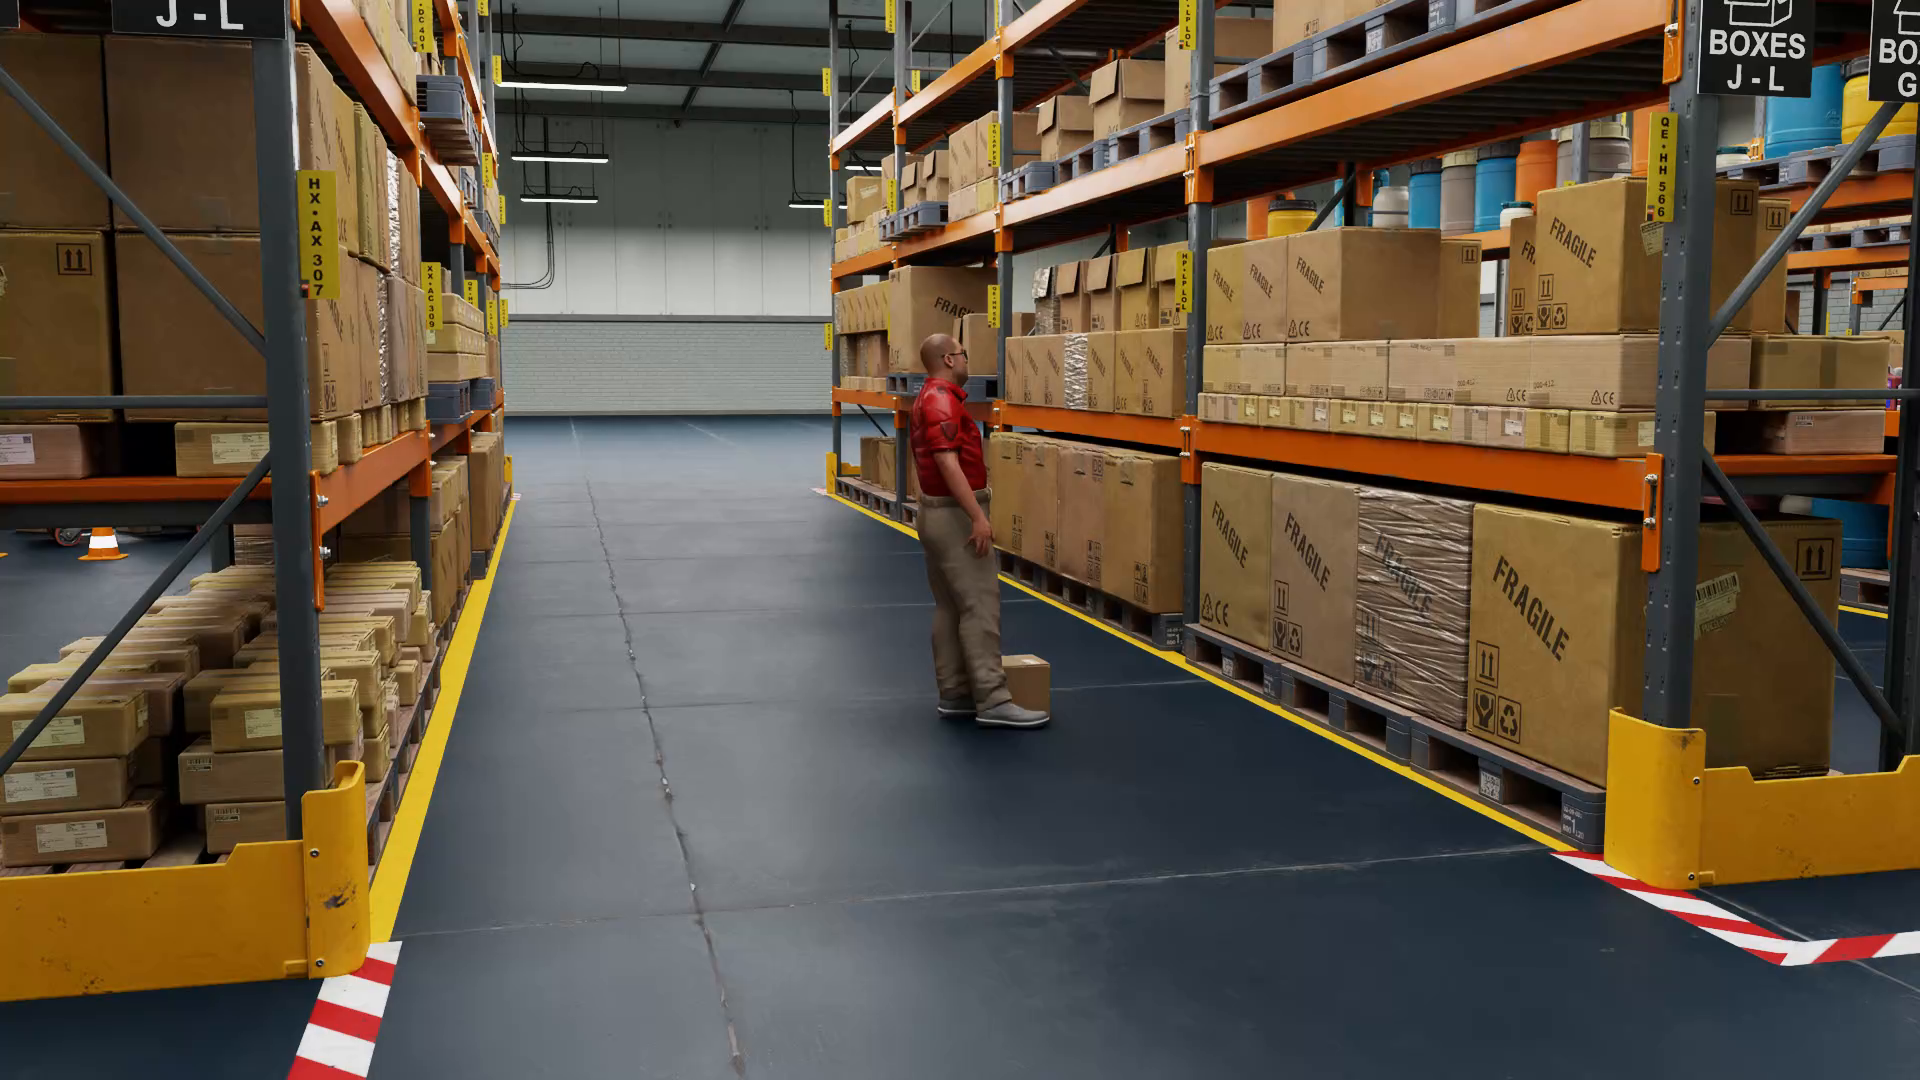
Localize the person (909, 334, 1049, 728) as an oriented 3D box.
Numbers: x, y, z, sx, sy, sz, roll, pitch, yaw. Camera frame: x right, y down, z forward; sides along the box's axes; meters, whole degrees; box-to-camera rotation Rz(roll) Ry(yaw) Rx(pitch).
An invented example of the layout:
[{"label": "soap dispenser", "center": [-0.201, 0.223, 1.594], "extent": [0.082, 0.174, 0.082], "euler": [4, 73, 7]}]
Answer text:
[{"label": "person", "center": [0.068, -0.059, 7.484], "extent": [0.550, 1.727, 0.641], "euler": [-1, 6, -14]}]
